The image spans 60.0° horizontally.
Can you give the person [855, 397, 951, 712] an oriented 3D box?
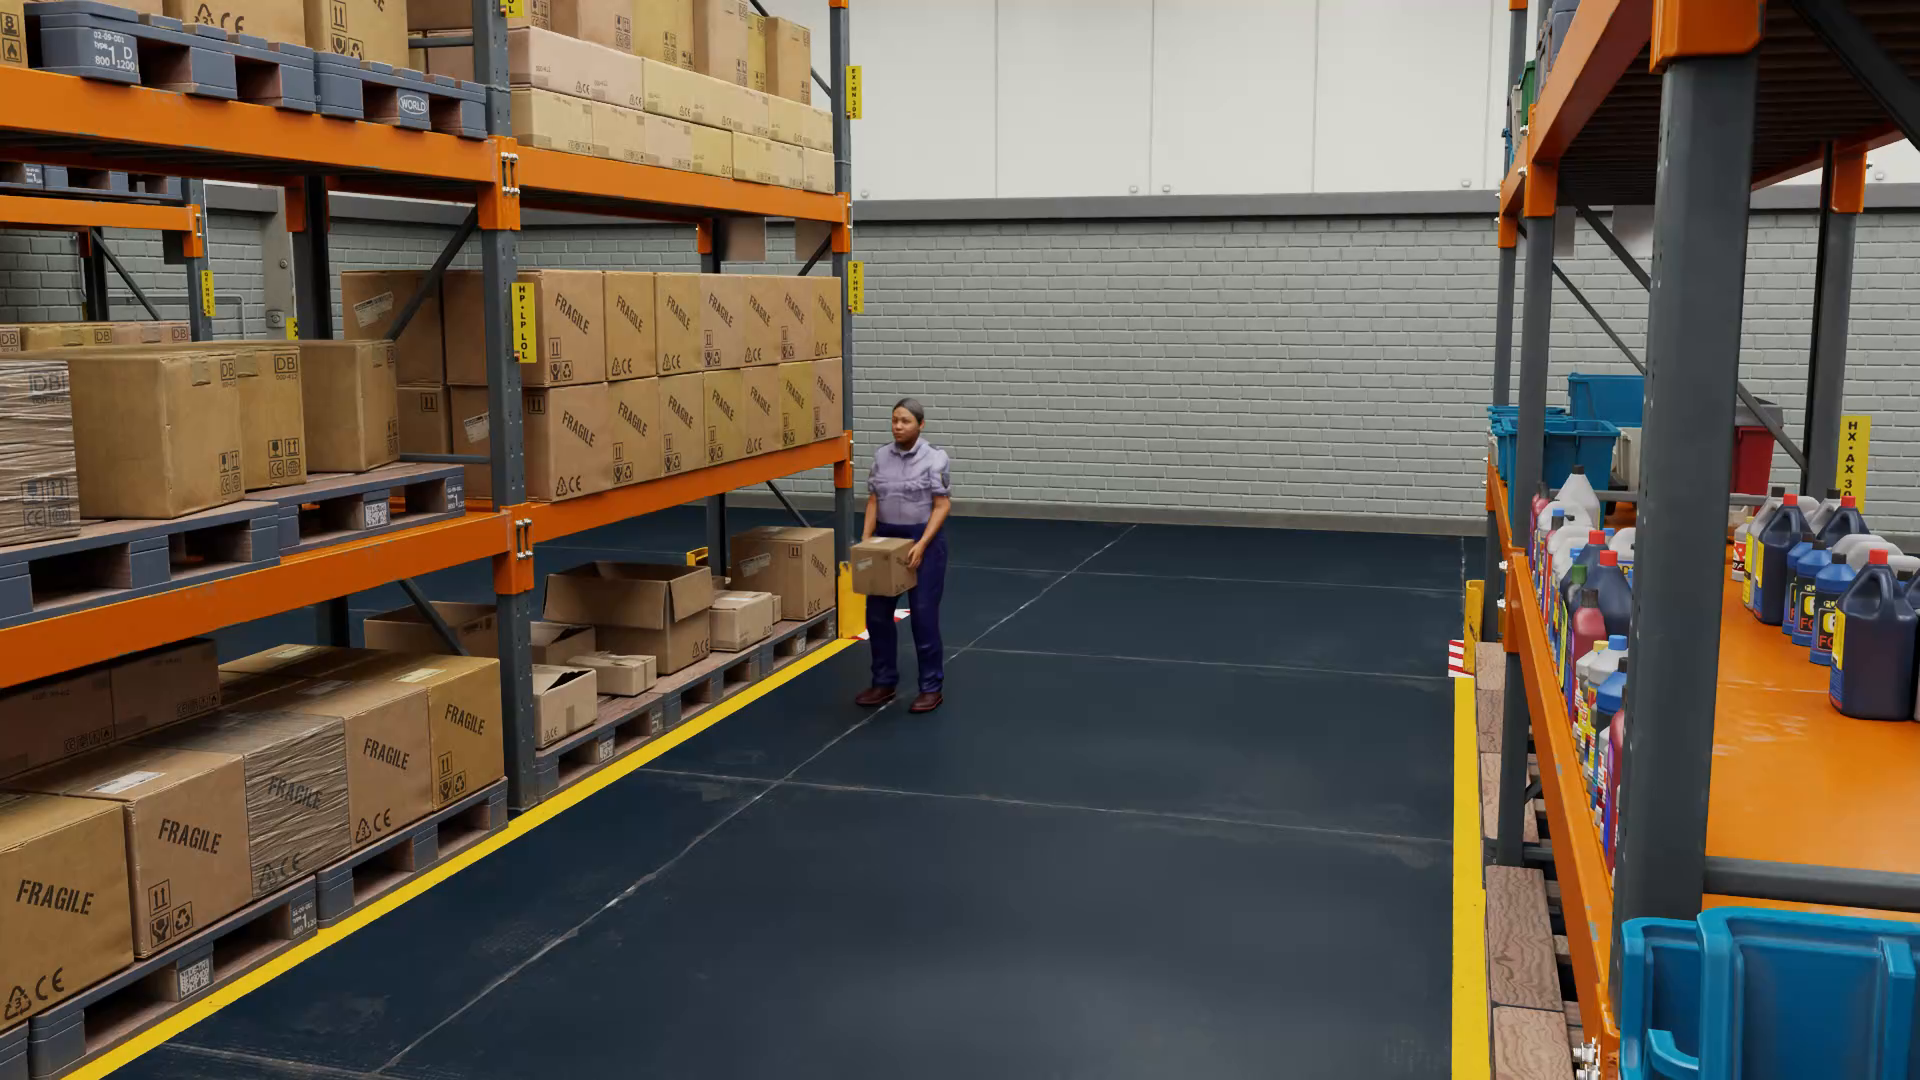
[{"bbox_3d":[-0.298,0.077,8.878,0.506,1.642,0.424,4,10,27],"label":"person"}]
